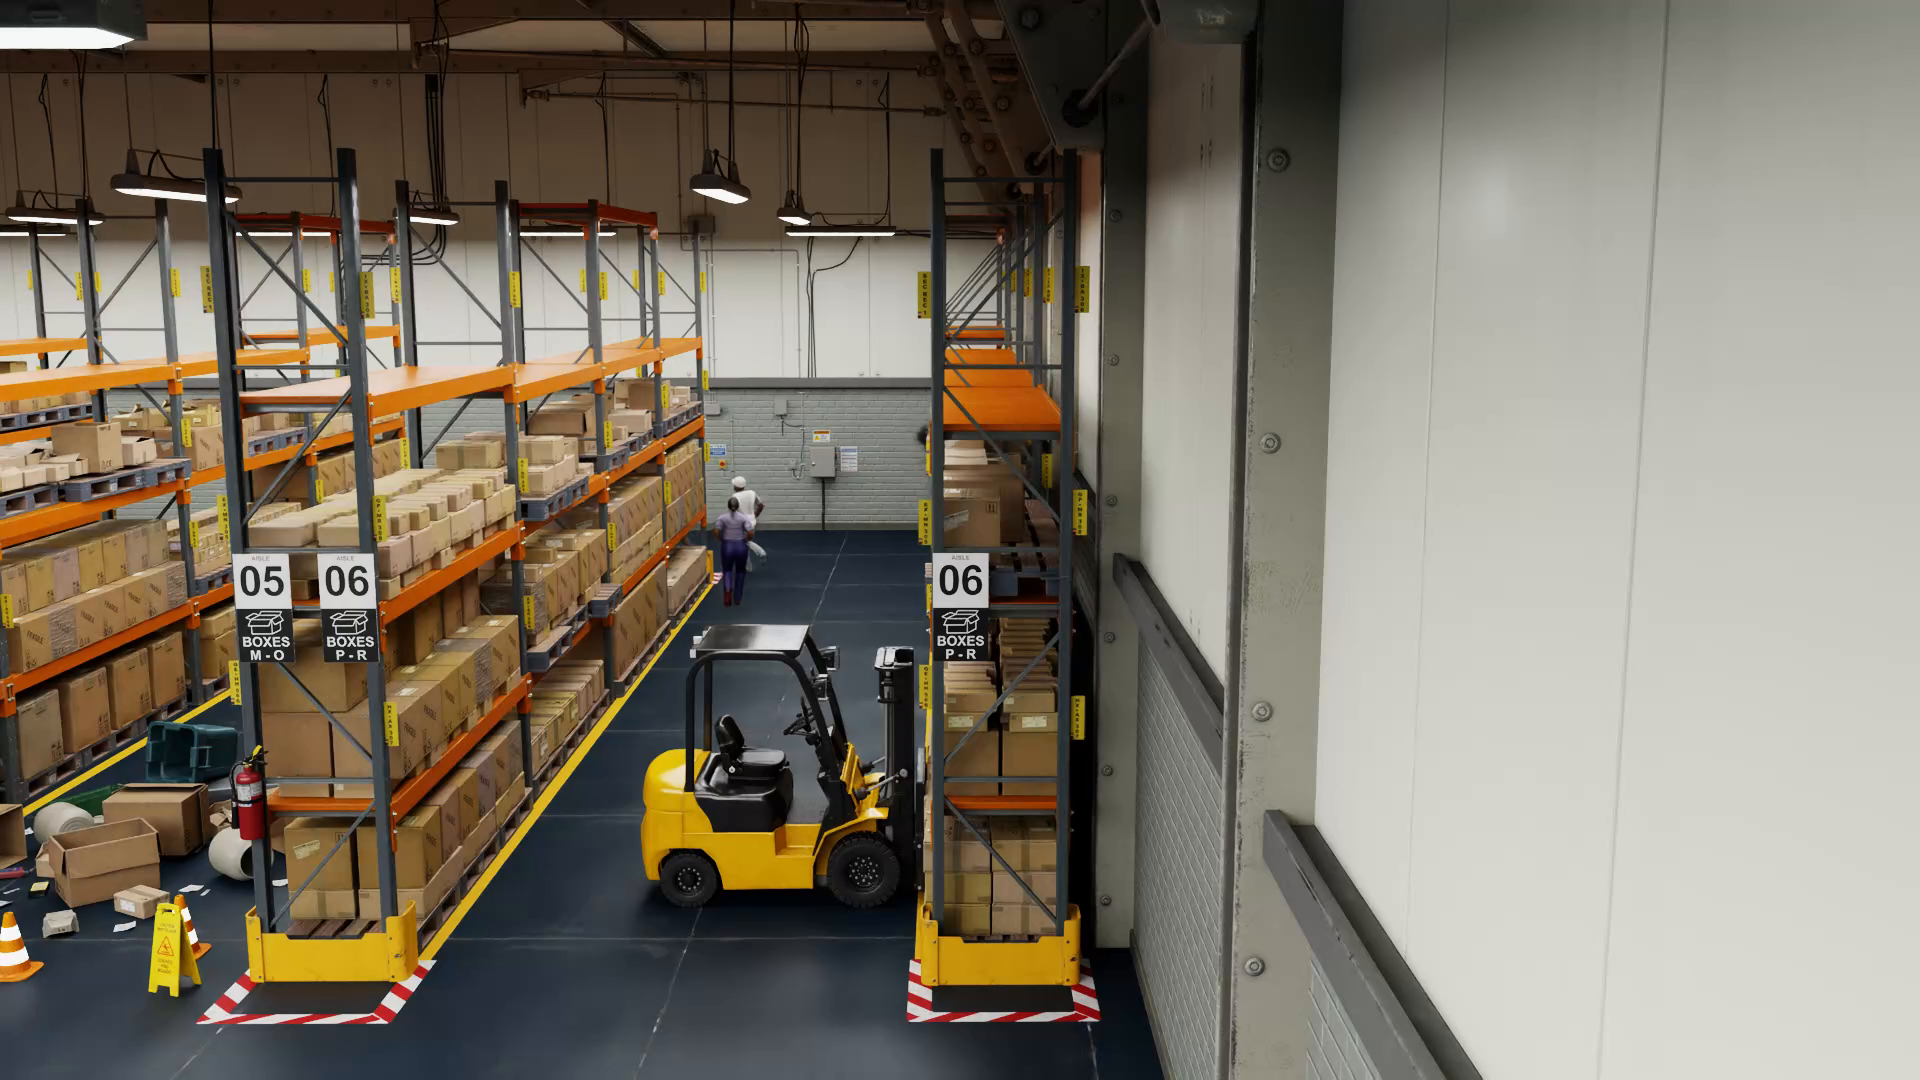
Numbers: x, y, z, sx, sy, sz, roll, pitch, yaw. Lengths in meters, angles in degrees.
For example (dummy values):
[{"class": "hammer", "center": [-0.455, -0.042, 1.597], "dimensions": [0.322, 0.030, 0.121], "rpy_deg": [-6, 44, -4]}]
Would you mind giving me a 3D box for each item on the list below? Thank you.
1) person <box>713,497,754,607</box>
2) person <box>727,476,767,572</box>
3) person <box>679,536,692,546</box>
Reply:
[{"class": "person", "center": [-3.341, 0.166, 24.609], "dimensions": [0.603, 1.629, 0.534], "rpy_deg": [-1, 9, -5]}, {"class": "person", "center": [-3.749, -0.260, 28.691], "dimensions": [0.727, 1.711, 0.660], "rpy_deg": [-9, 13, -43]}, {"class": "person", "center": [-5.063, -0.353, 29.274], "dimensions": [0.805, 1.773, 0.662], "rpy_deg": [3, 10, 18]}]
